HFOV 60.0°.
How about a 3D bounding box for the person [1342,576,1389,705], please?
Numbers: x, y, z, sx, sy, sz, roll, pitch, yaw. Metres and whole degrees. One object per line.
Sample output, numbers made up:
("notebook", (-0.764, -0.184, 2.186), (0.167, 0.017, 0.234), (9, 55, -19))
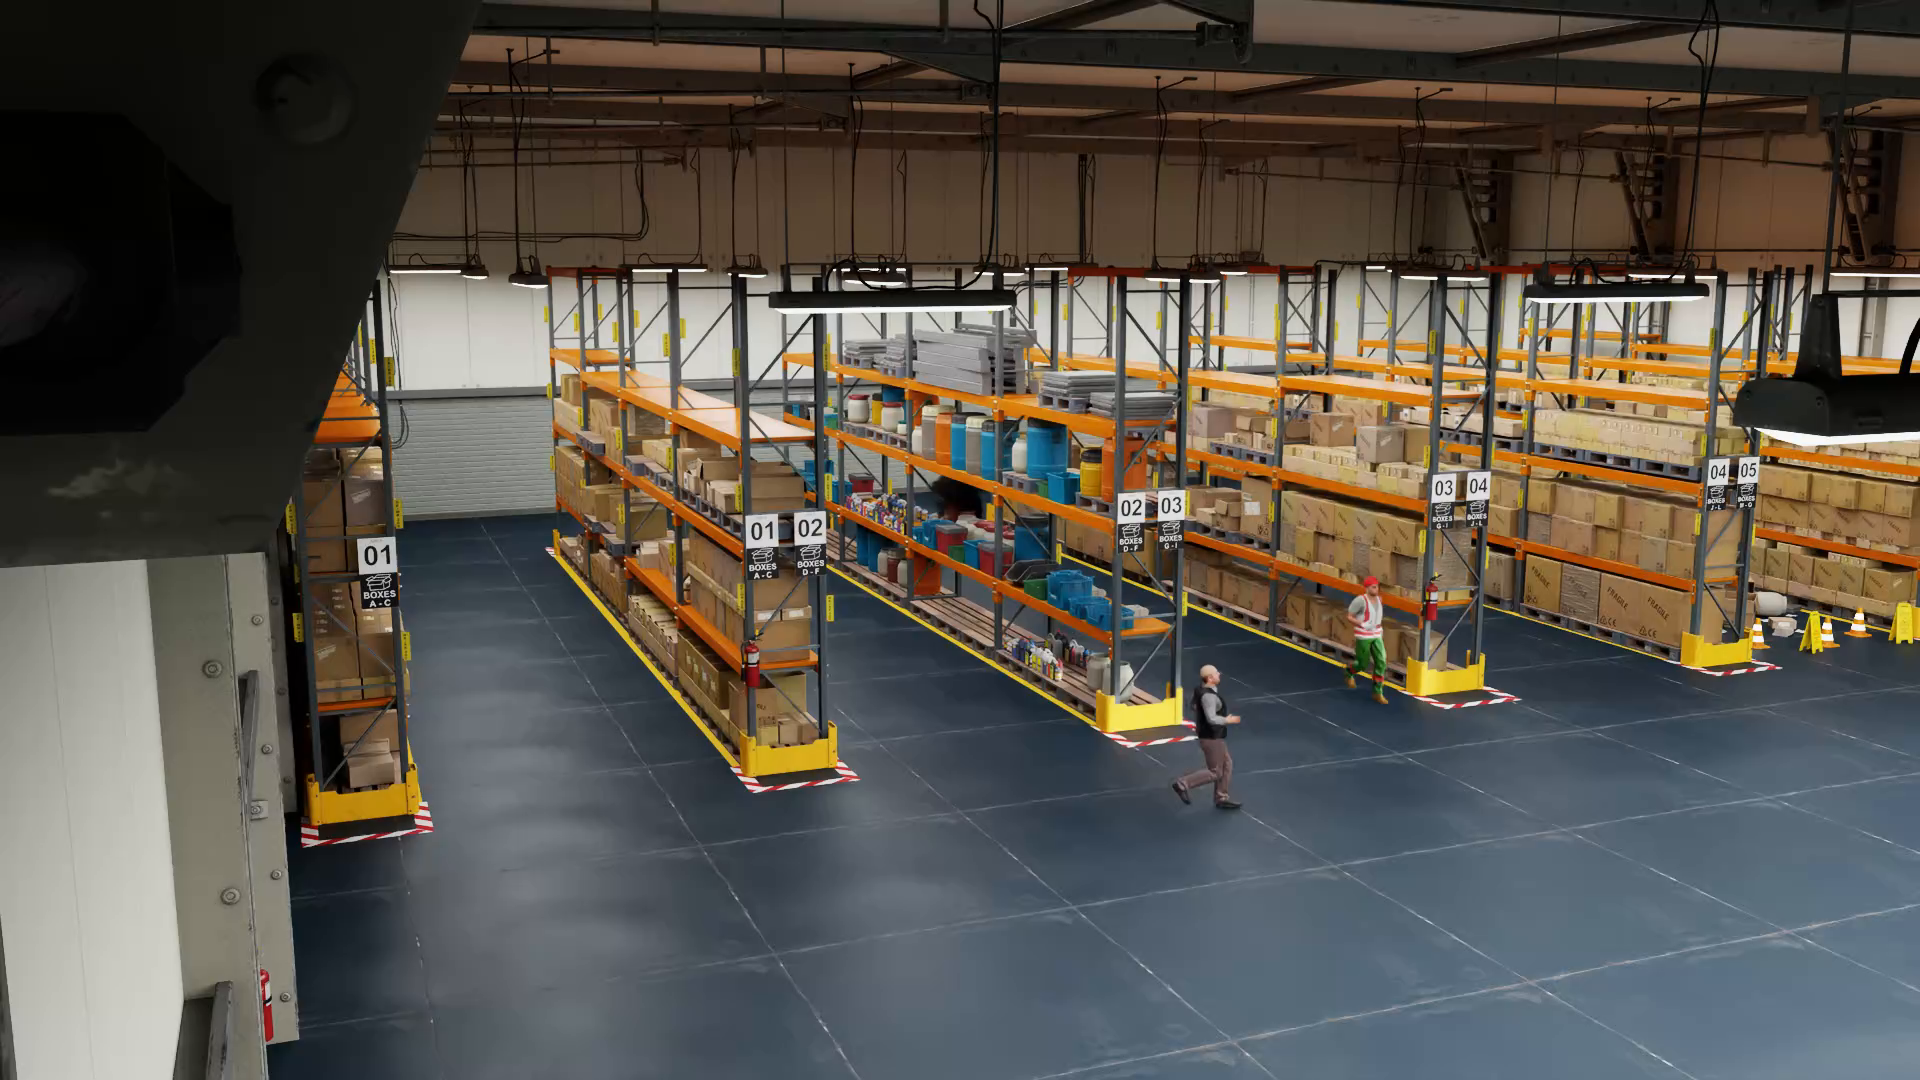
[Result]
("person", (5.777, 1.383, 23.618), (0.694, 1.783, 0.915), (-5, 11, -25))

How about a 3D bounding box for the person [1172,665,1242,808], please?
("person", (2.826, 2.243, 18.919), (0.825, 1.691, 0.673), (0, 10, -1))
